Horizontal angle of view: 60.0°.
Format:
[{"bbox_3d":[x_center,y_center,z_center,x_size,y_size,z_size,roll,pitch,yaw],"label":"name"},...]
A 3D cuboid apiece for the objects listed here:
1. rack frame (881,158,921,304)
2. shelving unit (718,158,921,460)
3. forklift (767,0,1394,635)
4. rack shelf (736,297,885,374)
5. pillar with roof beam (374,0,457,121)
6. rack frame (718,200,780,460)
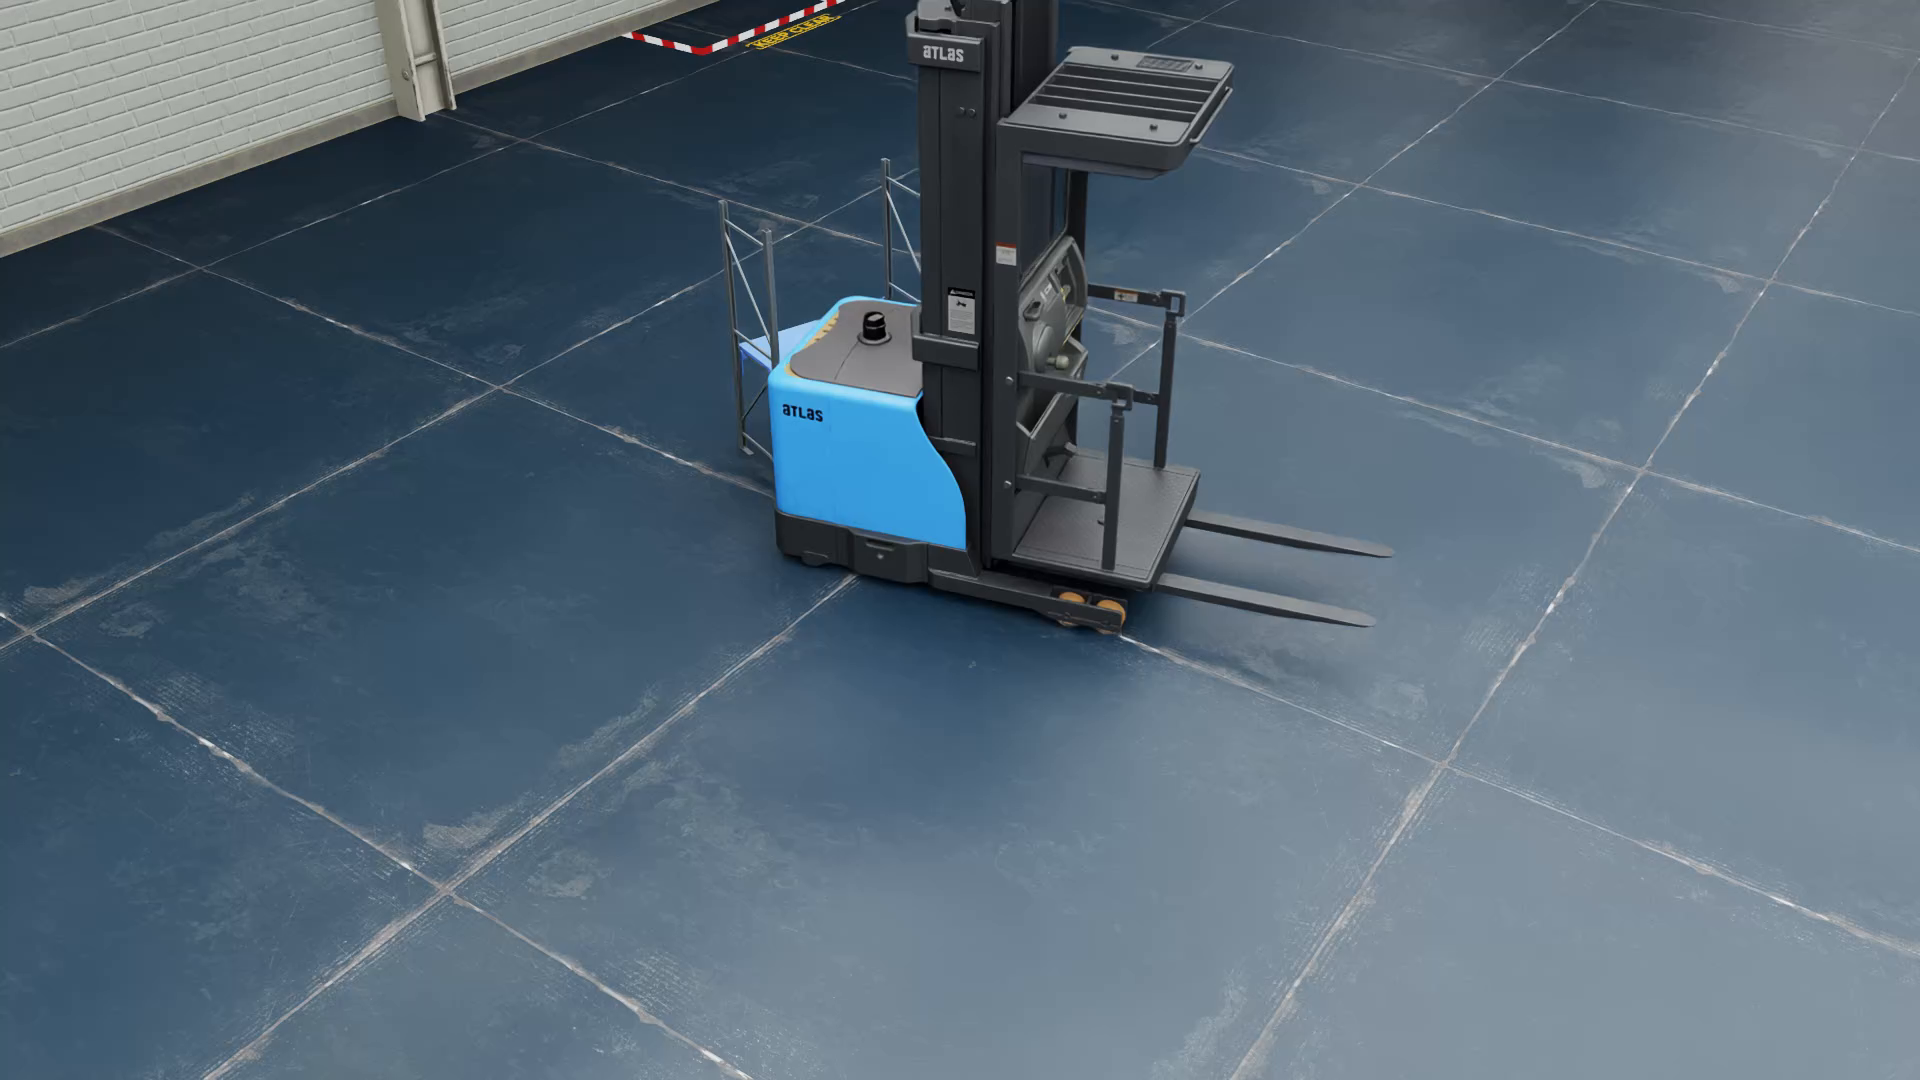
[{"bbox_3d":[-0.280,-1.373,9.441,0.032,1.500,0.500,-22,40,-29],"label":"rack frame"},{"bbox_3d":[-0.693,-1.207,9.196,1.048,1.500,0.538,-22,40,-29],"label":"shelving unit"},{"bbox_3d":[0.624,-1.091,7.747,3.031,2.935,1.130,11,36,16],"label":"forklift"},{"bbox_3d":[-0.693,-1.058,9.297,1.000,0.185,0.538,-22,40,-29],"label":"rack shelf"},{"bbox_3d":[-0.998,-5.999,9.588,9.100,9.000,0.400,21,39,28],"label":"pillar with roof beam"},{"bbox_3d":[-1.107,-1.042,8.951,0.032,1.500,0.500,-22,40,-29],"label":"rack frame"}]
